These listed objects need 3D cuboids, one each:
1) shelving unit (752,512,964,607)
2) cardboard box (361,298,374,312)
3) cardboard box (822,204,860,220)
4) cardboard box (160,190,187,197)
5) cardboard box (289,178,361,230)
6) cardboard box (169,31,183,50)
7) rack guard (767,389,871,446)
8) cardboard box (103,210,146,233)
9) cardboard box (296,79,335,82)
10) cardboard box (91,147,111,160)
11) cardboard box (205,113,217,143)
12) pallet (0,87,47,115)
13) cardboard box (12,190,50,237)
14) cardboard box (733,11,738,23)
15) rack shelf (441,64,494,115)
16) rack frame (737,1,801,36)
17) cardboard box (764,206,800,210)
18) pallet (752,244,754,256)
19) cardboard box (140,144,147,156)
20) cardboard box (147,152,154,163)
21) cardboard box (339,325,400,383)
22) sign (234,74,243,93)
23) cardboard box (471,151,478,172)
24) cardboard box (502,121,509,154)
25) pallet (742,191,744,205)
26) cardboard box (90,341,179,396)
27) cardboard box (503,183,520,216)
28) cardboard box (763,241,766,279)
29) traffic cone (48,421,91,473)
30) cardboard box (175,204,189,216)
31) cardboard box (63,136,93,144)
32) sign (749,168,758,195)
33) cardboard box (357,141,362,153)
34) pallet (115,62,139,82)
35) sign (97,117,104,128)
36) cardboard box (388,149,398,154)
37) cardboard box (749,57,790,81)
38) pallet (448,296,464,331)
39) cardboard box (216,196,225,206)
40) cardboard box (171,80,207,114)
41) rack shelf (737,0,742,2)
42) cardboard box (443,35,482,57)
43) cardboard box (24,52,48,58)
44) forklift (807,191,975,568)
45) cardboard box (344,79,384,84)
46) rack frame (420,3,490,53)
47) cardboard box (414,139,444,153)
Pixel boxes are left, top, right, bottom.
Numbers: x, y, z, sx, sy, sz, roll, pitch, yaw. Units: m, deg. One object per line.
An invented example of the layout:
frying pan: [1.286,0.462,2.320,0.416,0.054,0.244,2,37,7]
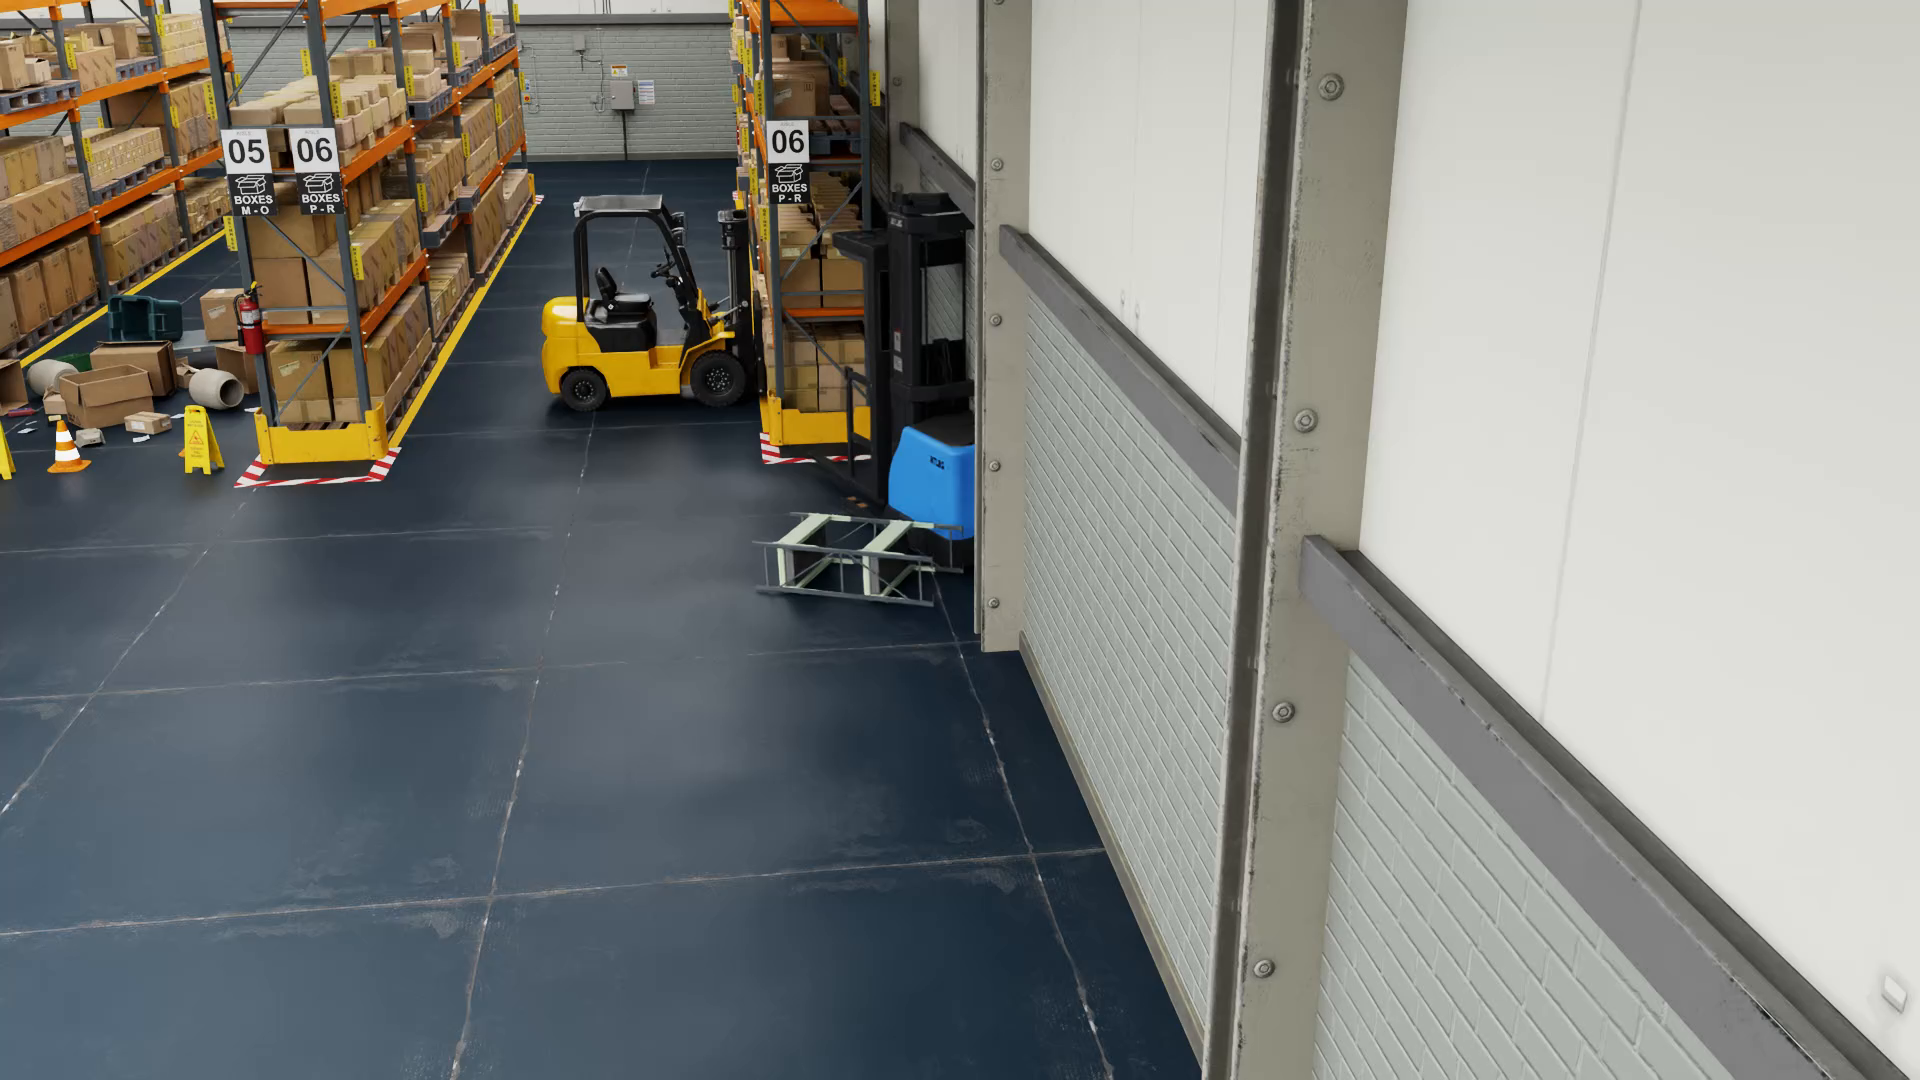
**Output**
shelving unit: [-0.800,0.139,13.248,1.500,0.431,0.755,5,21,18]
cardboard box: [-6.134,-2.398,16.783,0.380,0.149,0.250,-4,21,-9]
cardboard box: [-1.287,-3.529,17.957,0.380,0.149,0.250,-3,21,-9]
cardboard box: [-13.392,-5.864,28.329,0.380,0.149,0.250,-3,21,-8]
cardboard box: [-6.746,-3.552,17.517,0.700,0.500,0.500,-3,21,-8]
cardboard box: [-12.794,-7.996,26.624,0.500,0.250,0.500,-3,21,-8]
rack guard: [-1.366,-1.277,16.996,1.175,0.500,0.348,-3,21,-8]
cardboard box: [-12.310,-4.666,24.396,0.500,0.250,0.500,-3,21,-7]
cardboard box: [-7.040,-4.945,18.175,0.380,0.149,0.250,-4,21,-10]
cardboard box: [-12.303,-5.487,23.604,0.380,0.149,0.250,-4,21,-10]
cardboard box: [-12.938,-6.977,28.115,0.500,0.500,0.500,-2,21,-5]
pallet: [-12.009,-5.400,20.443,1.003,0.211,1.213,-2,21,-5]
cardboard box: [-11.767,-4.071,20.761,0.500,0.500,0.500,-3,21,-7]
cardboard box: [-3.806,-9.361,29.855,0.500,0.250,0.500,-3,21,-8]
rack shelf: [-7.723,-6.735,24.778,1.077,0.370,4.000,-3,21,-8]
rack frame: [-3.100,-9.422,26.655,1.000,3.000,0.127,-3,21,-8]
cardboard box: [-1.913,-3.497,17.871,0.380,0.149,0.250,-3,21,-7]
pallet: [-2.766,-4.602,26.310,1.003,0.211,1.213,-3,21,-8]
cardboard box: [-12.526,-5.894,25.118,0.380,0.149,0.250,-4,21,-10]
cardboard box: [-12.569,-5.850,25.426,0.380,0.149,0.250,-3,21,-8]
cardboard box: [-6.207,-1.947,17.474,0.500,0.500,0.500,-4,21,-10]
sign: [-12.919,-8.172,29.775,0.100,0.325,0.005,-3,21,-8]
cardboard box: [-7.336,-5.506,24.244,0.500,0.250,0.500,-2,21,-6]
cardboard box: [-7.888,-6.757,27.951,0.500,0.500,0.500,-3,21,-7]
pallet: [-3.549,-6.388,31.091,1.003,0.211,1.213,-3,21,-8]
cardboard box: [-9.183,-1.903,18.472,0.797,0.637,0.503,-3,21,-8]
cardboard box: [-8.125,-5.889,28.832,0.875,0.438,0.875,-4,21,-9]
cardboard box: [-1.924,-3.192,18.406,0.500,0.500,0.500,-3,21,-7]
traffic cone: [-8.669,-0.927,16.110,0.336,0.463,0.334,-3,21,-8]
cardboard box: [-12.739,-5.345,26.937,0.380,0.149,0.250,-2,21,-6]
cardboard box: [-13.141,-5.913,24.743,0.380,0.149,0.250,-3,21,-8]
sign: [-2.482,-4.316,20.018,0.100,0.325,0.005,-3,21,-8]
cardboard box: [-6.240,-3.980,16.731,0.380,0.149,0.250,-4,21,-9]
pallet: [-12.759,-6.814,24.229,1.213,0.211,1.003,-3,21,-8]
sign: [-13.431,-6.451,26.037,0.100,0.325,0.005,-3,21,-8]
cardboard box: [-7.433,-4.827,21.758,0.500,0.500,0.500,-3,21,-7]
cardboard box: [-2.403,-5.953,21.038,0.500,0.311,0.500,-4,21,-10]
pallet: [-7.151,-2.976,21.958,1.003,0.211,1.213,-3,21,-8]
cardboard box: [-12.930,-5.844,28.699,0.380,0.149,0.250,-2,21,-5]
cardboard box: [-12.923,-7.431,27.901,0.500,0.500,0.500,-4,21,-10]
rack shelf: [-2.811,-8.205,24.997,1.077,0.370,4.000,-3,21,-8]
cardboard box: [-7.676,-7.625,25.660,0.500,0.311,0.500,-3,21,-8]
cardboard box: [-12.652,-6.327,22.513,0.500,0.500,0.500,-3,21,-8]
forklift: [-0.403,-1.609,14.409,1.130,2.935,3.031,-12,24,-29]
cardboard box: [-6.534,-4.971,18.246,0.380,0.149,0.250,-2,21,-6]
rack frame: [-8.011,-9.170,25.981,1.000,3.000,0.127,-3,21,-8]
cardboard box: [-6.919,-5.109,21.588,0.380,0.149,0.250,-4,21,-10]
